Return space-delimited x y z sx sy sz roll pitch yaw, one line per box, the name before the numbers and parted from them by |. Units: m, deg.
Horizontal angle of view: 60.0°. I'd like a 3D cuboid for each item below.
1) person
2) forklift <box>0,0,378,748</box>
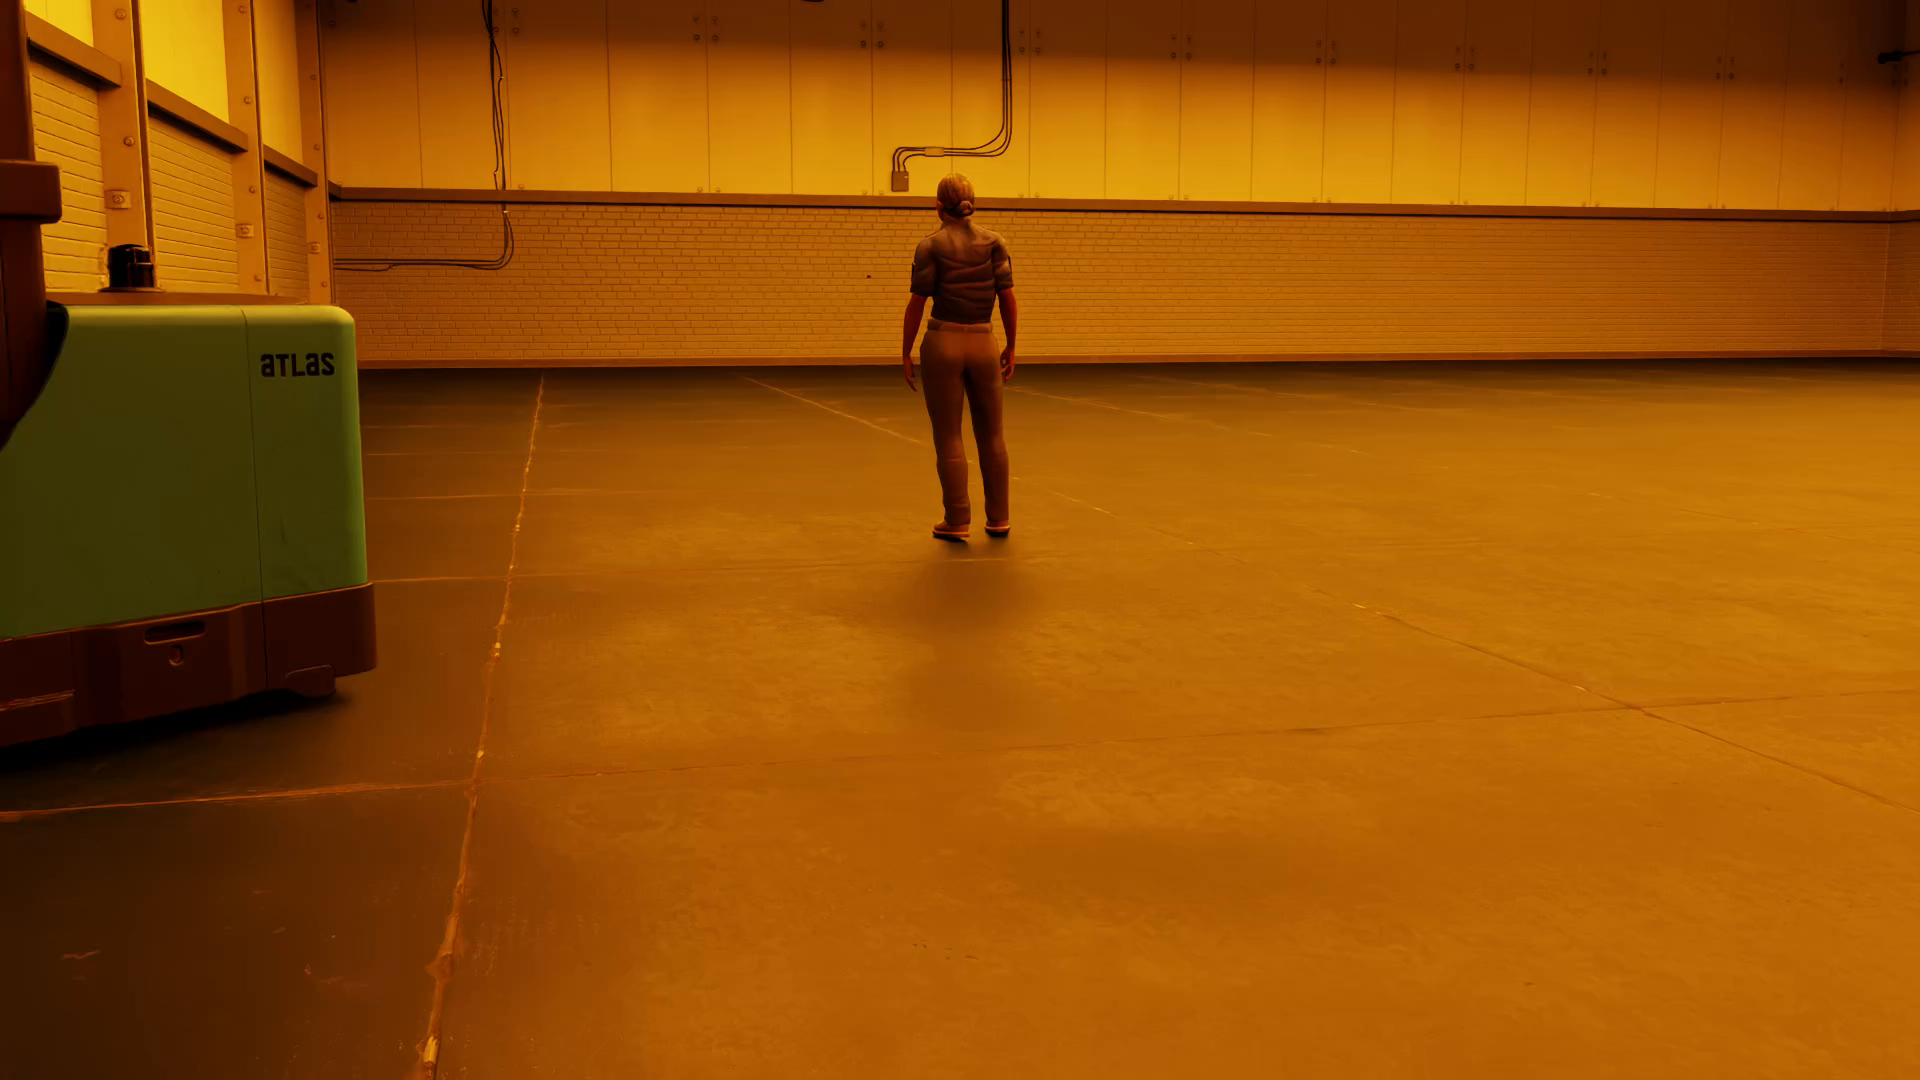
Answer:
person | -0.001 -0.839 7.681 0.569 1.656 0.503 -2 8 -13
forklift | -2.916 -0.901 3.575 1.130 2.935 3.031 6 10 36
